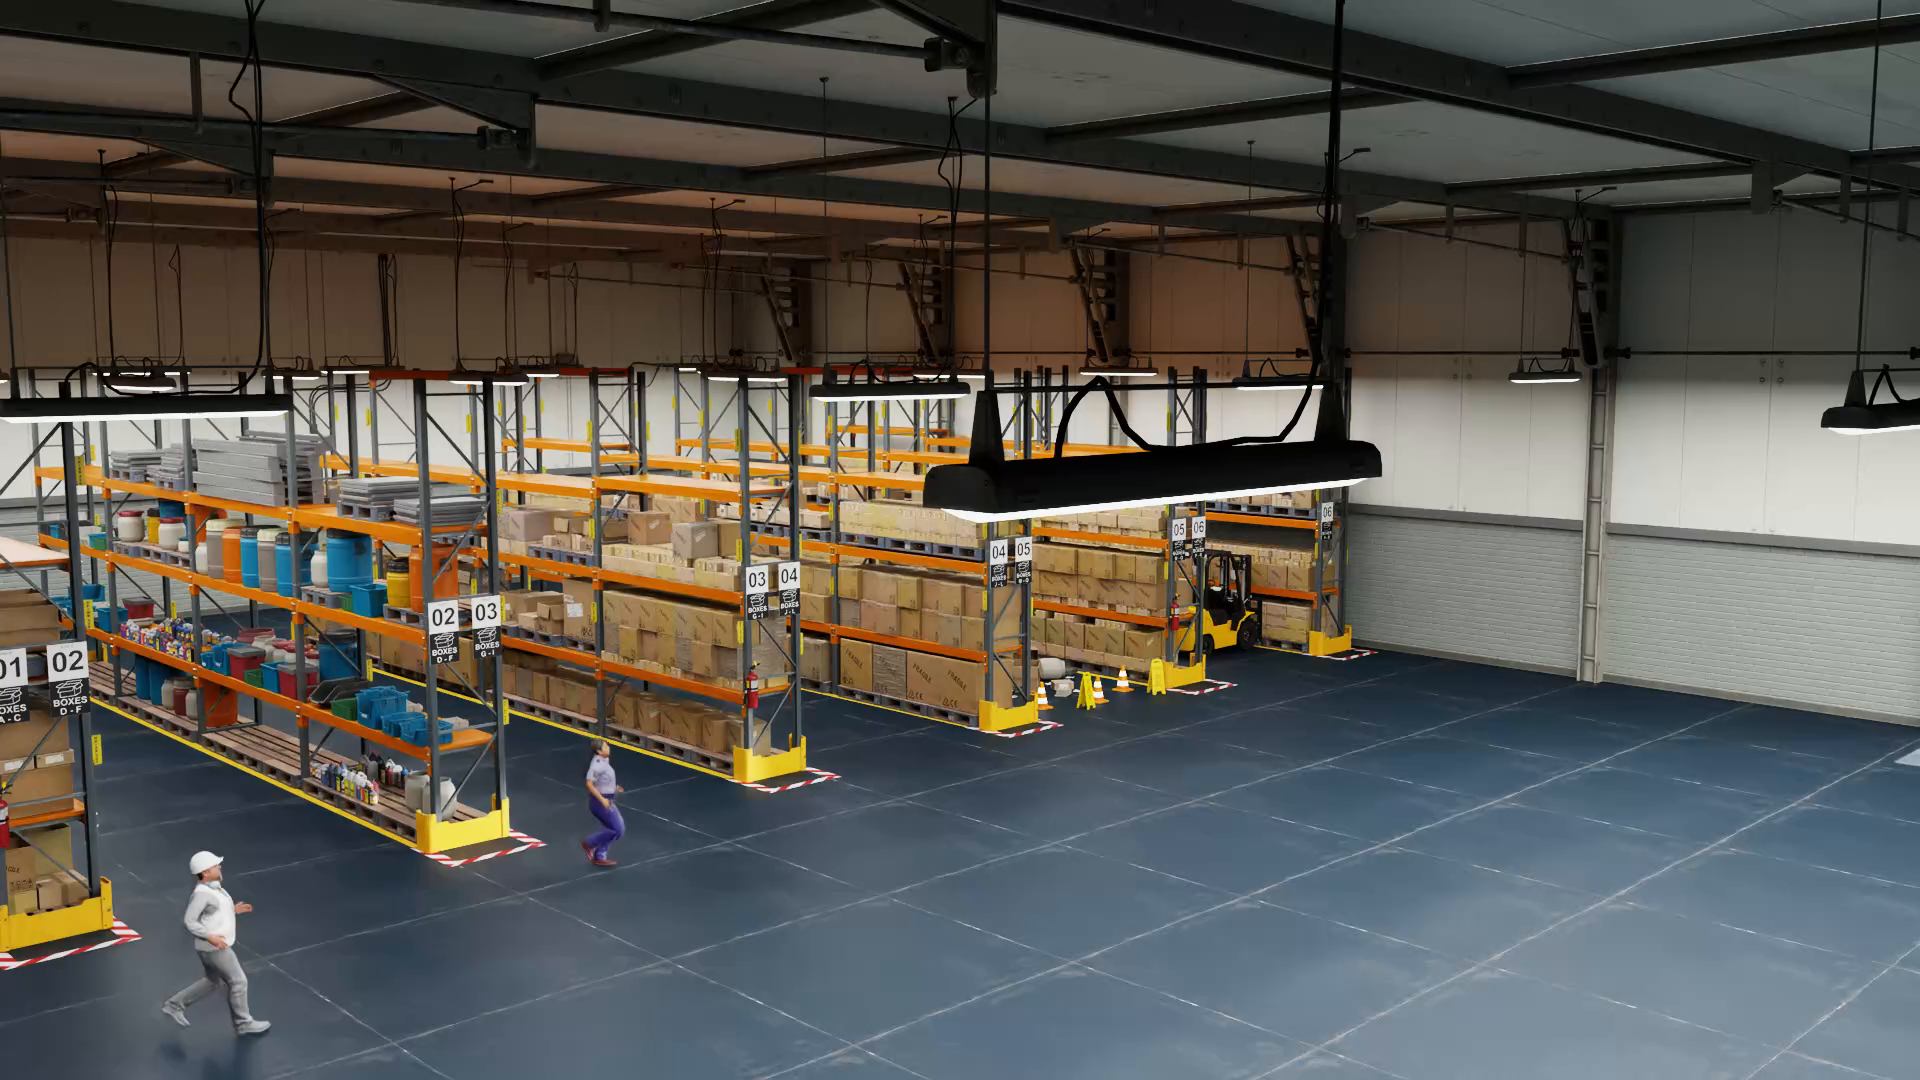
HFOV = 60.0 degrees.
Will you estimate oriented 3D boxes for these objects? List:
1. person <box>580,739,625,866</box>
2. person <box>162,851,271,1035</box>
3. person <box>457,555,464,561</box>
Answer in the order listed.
[{"bbox_3d":[-4.407,3.238,20.487,0.549,1.604,0.610,-1,7,-12],"label":"person"},{"bbox_3d":[-6.895,3.725,15.338,0.925,1.750,0.667,-3,7,-22],"label":"person"},{"bbox_3d":[-11.199,1.236,37.417,0.673,1.817,0.792,-5,8,-40],"label":"person"}]
